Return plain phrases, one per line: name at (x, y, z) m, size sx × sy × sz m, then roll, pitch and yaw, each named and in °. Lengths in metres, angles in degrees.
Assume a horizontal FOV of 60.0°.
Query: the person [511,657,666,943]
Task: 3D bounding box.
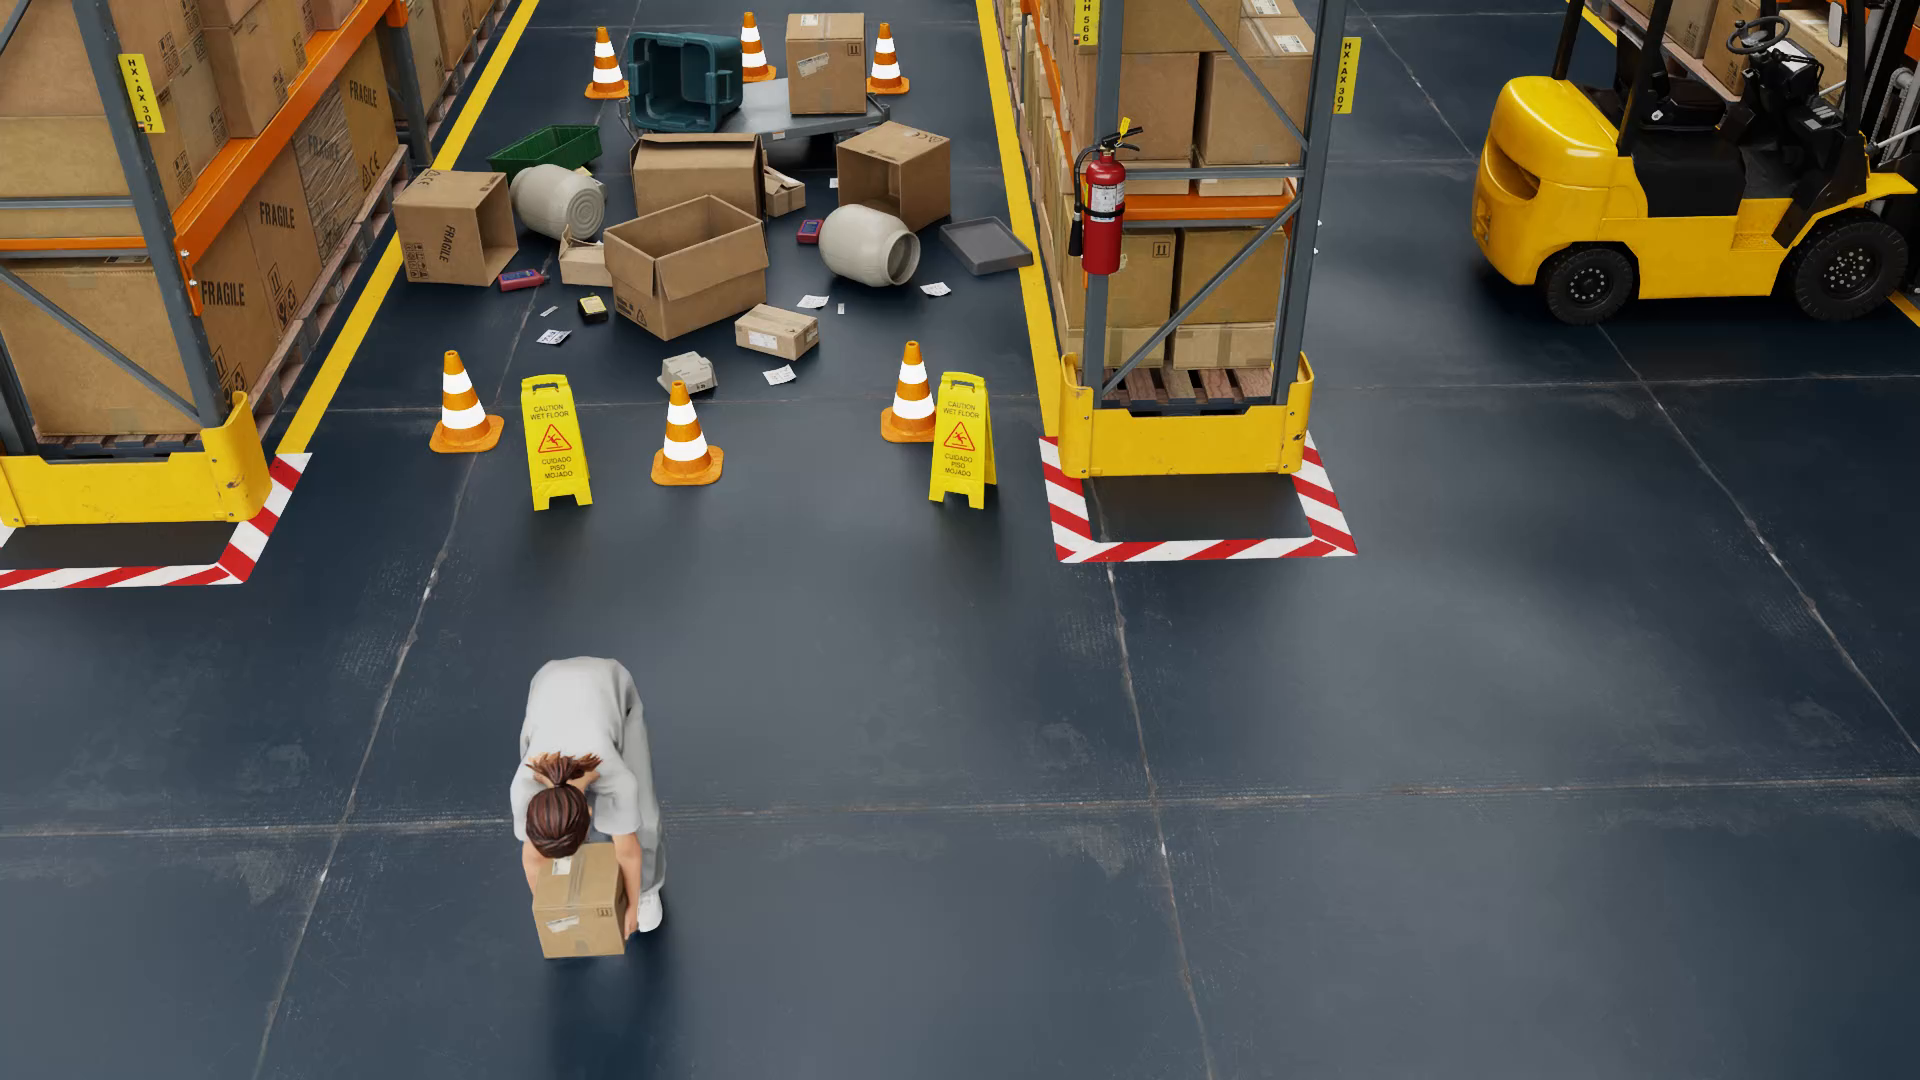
person at (-1.188, 0.948, 5.320) m, size 0.429 × 1.089 × 0.873 m, roll -3°, pitch 35°, yaw -4°
